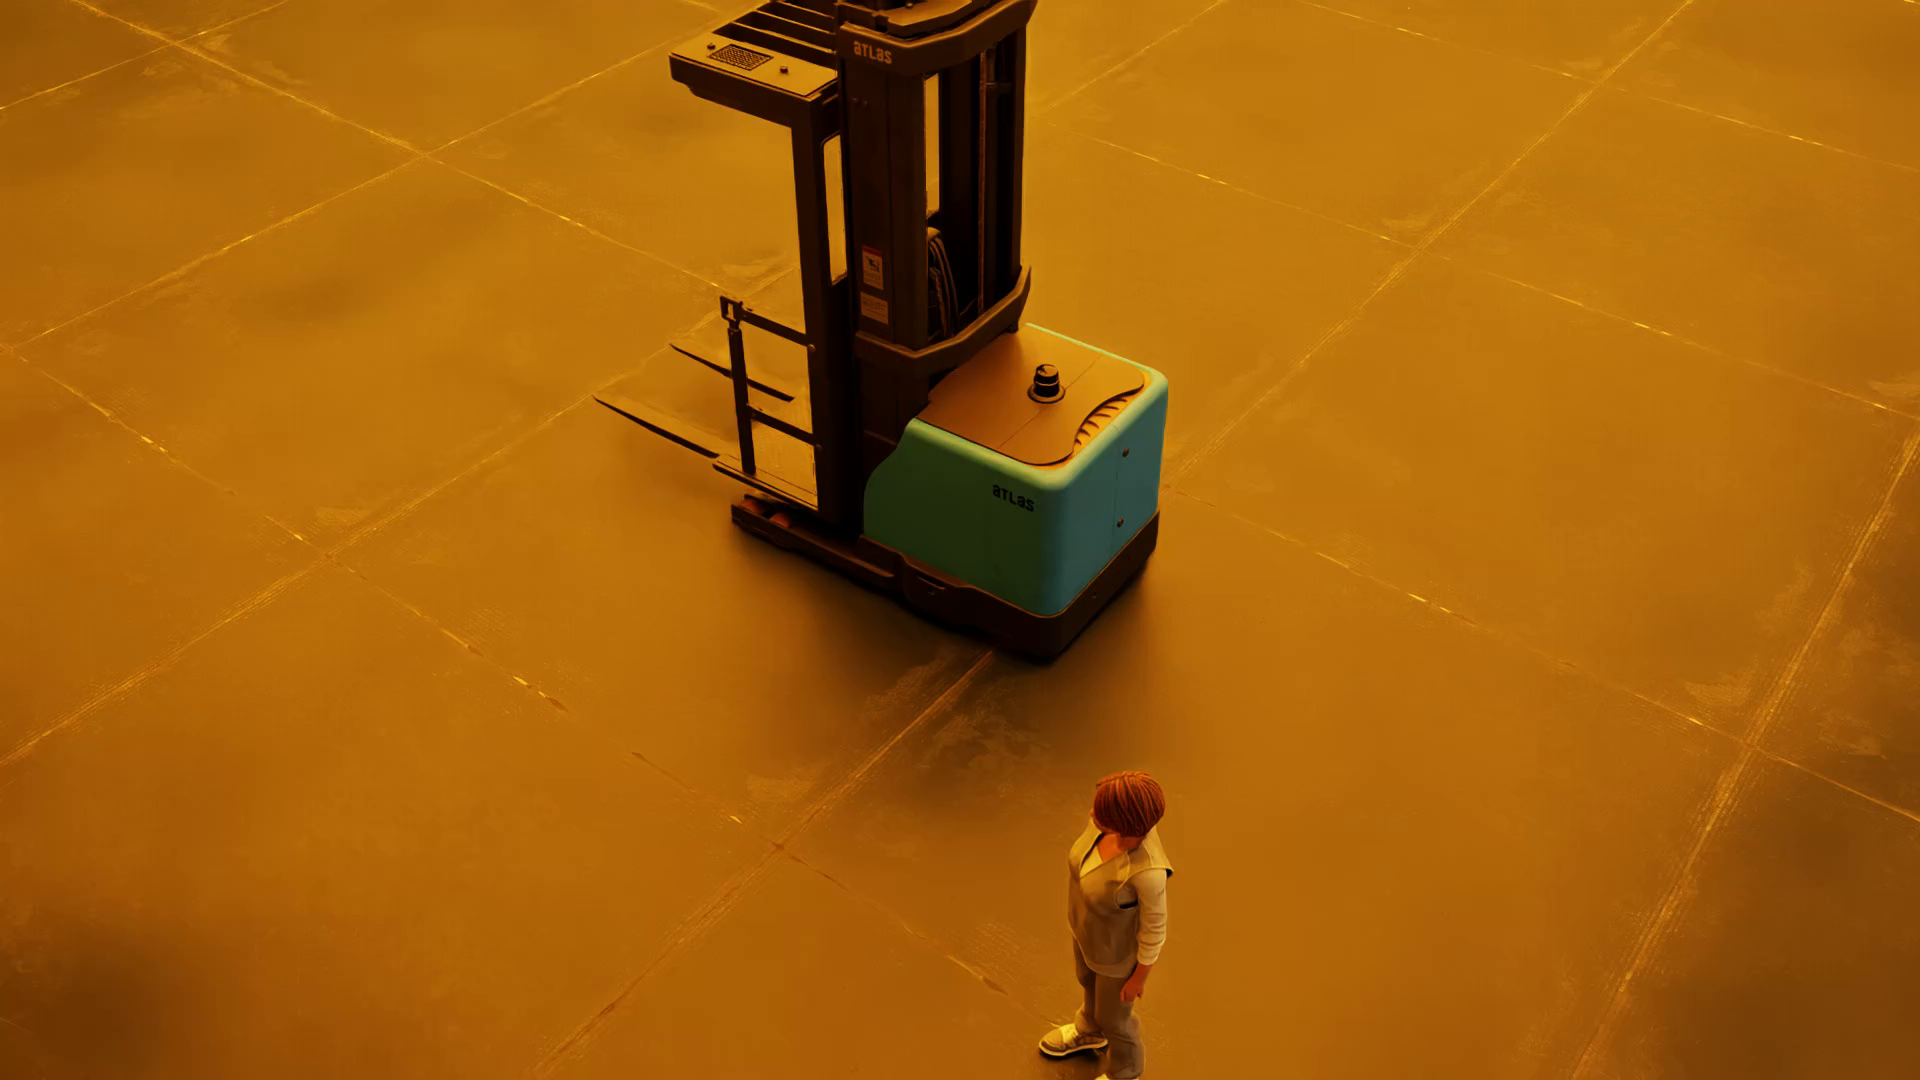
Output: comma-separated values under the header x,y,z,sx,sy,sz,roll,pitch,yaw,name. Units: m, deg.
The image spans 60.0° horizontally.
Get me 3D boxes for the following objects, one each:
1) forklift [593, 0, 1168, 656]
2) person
x,y,z,sx,sy,sz,roll,pitch,yaw,name
-0.536,-1.342,7.648,3.031,2.935,1.130,24,46,26,forklift
0.494,1.326,5.546,0.329,1.602,0.444,-13,42,-15,person
